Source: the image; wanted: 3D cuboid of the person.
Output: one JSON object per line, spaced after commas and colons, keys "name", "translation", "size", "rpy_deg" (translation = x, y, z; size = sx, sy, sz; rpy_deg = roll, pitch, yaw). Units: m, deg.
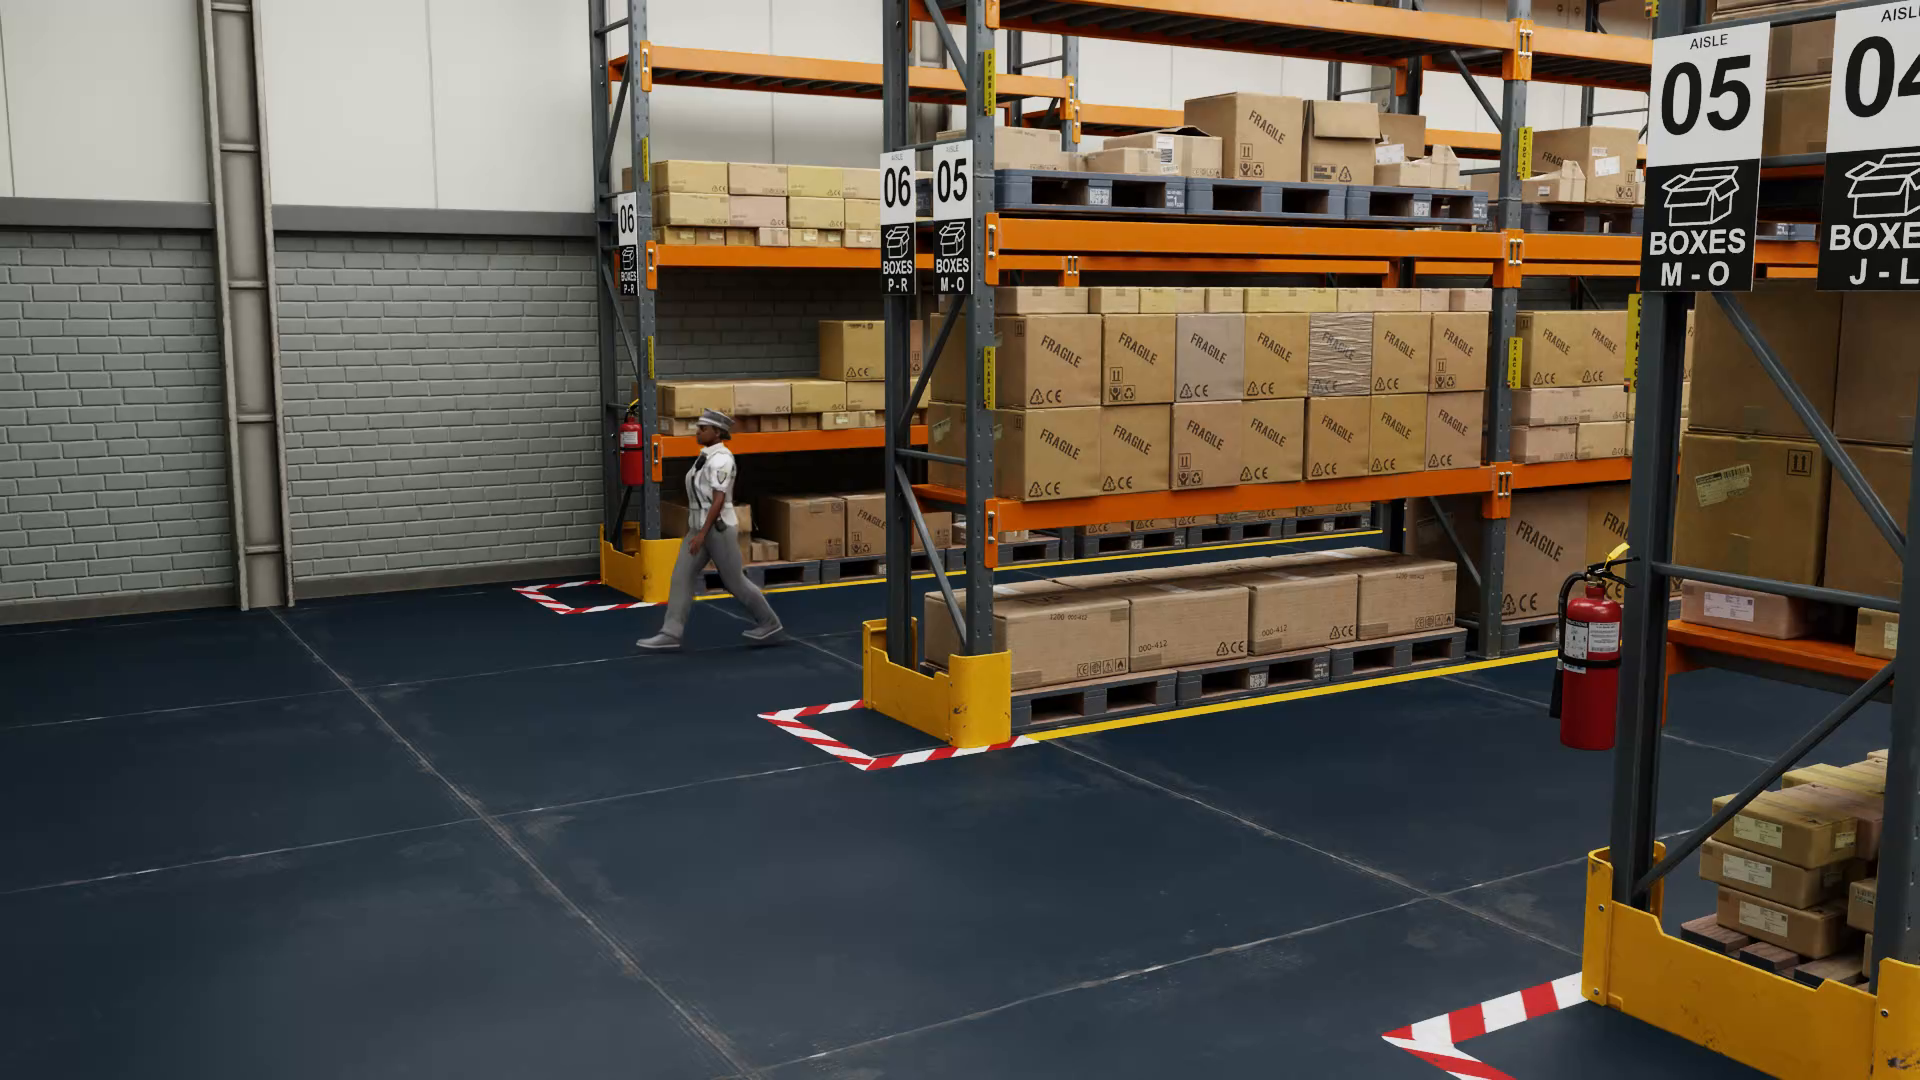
{"name": "person", "translation": [-1.706, -0.083, 11.263], "size": [0.984, 1.639, 0.445], "rpy_deg": [-4, 9, -28]}
